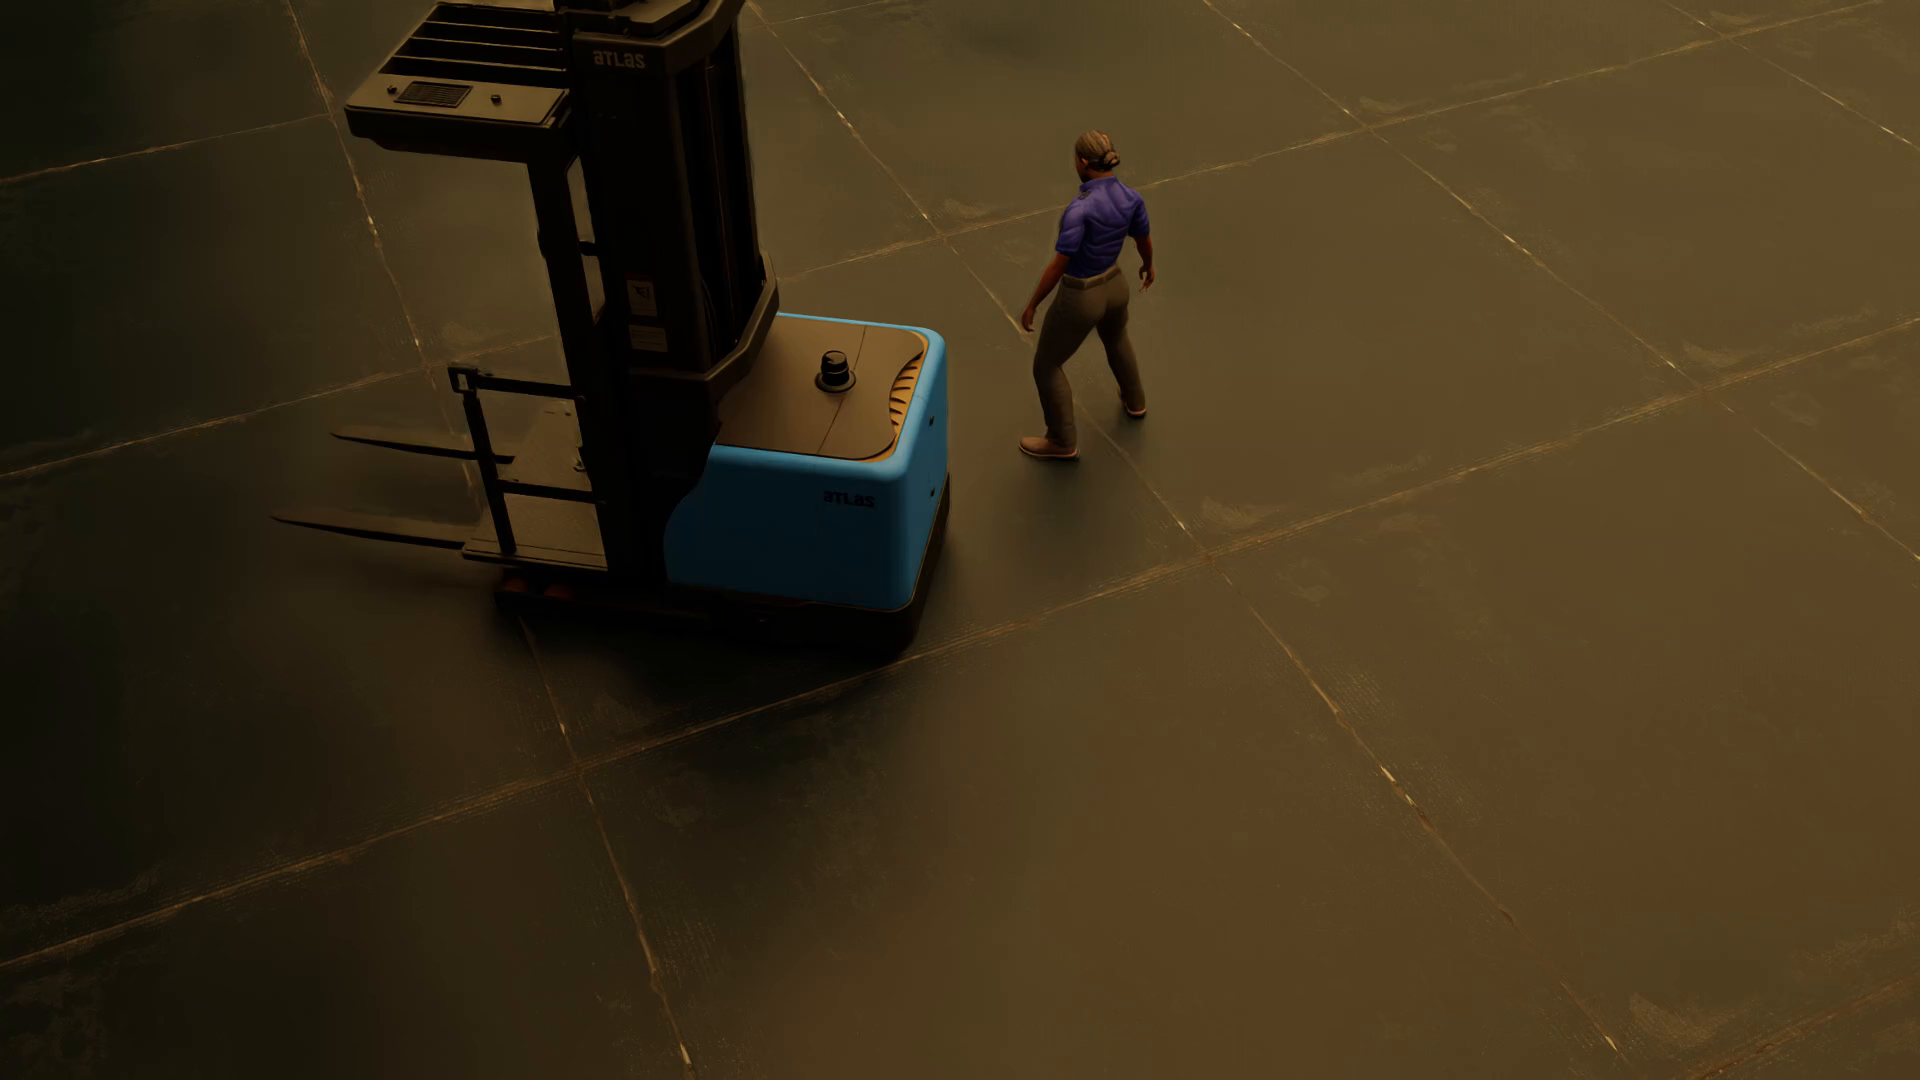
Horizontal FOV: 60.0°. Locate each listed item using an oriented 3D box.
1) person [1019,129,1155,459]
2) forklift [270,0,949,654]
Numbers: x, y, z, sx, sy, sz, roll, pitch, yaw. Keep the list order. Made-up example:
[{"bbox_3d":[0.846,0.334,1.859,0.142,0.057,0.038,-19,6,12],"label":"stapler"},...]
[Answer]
[{"bbox_3d":[0.621,-1.170,7.933,0.847,1.610,0.373,-30,51,-28],"label":"person"},{"bbox_3d":[-1.617,-1.061,6.817,3.031,2.935,1.130,7,43,7],"label":"forklift"}]
